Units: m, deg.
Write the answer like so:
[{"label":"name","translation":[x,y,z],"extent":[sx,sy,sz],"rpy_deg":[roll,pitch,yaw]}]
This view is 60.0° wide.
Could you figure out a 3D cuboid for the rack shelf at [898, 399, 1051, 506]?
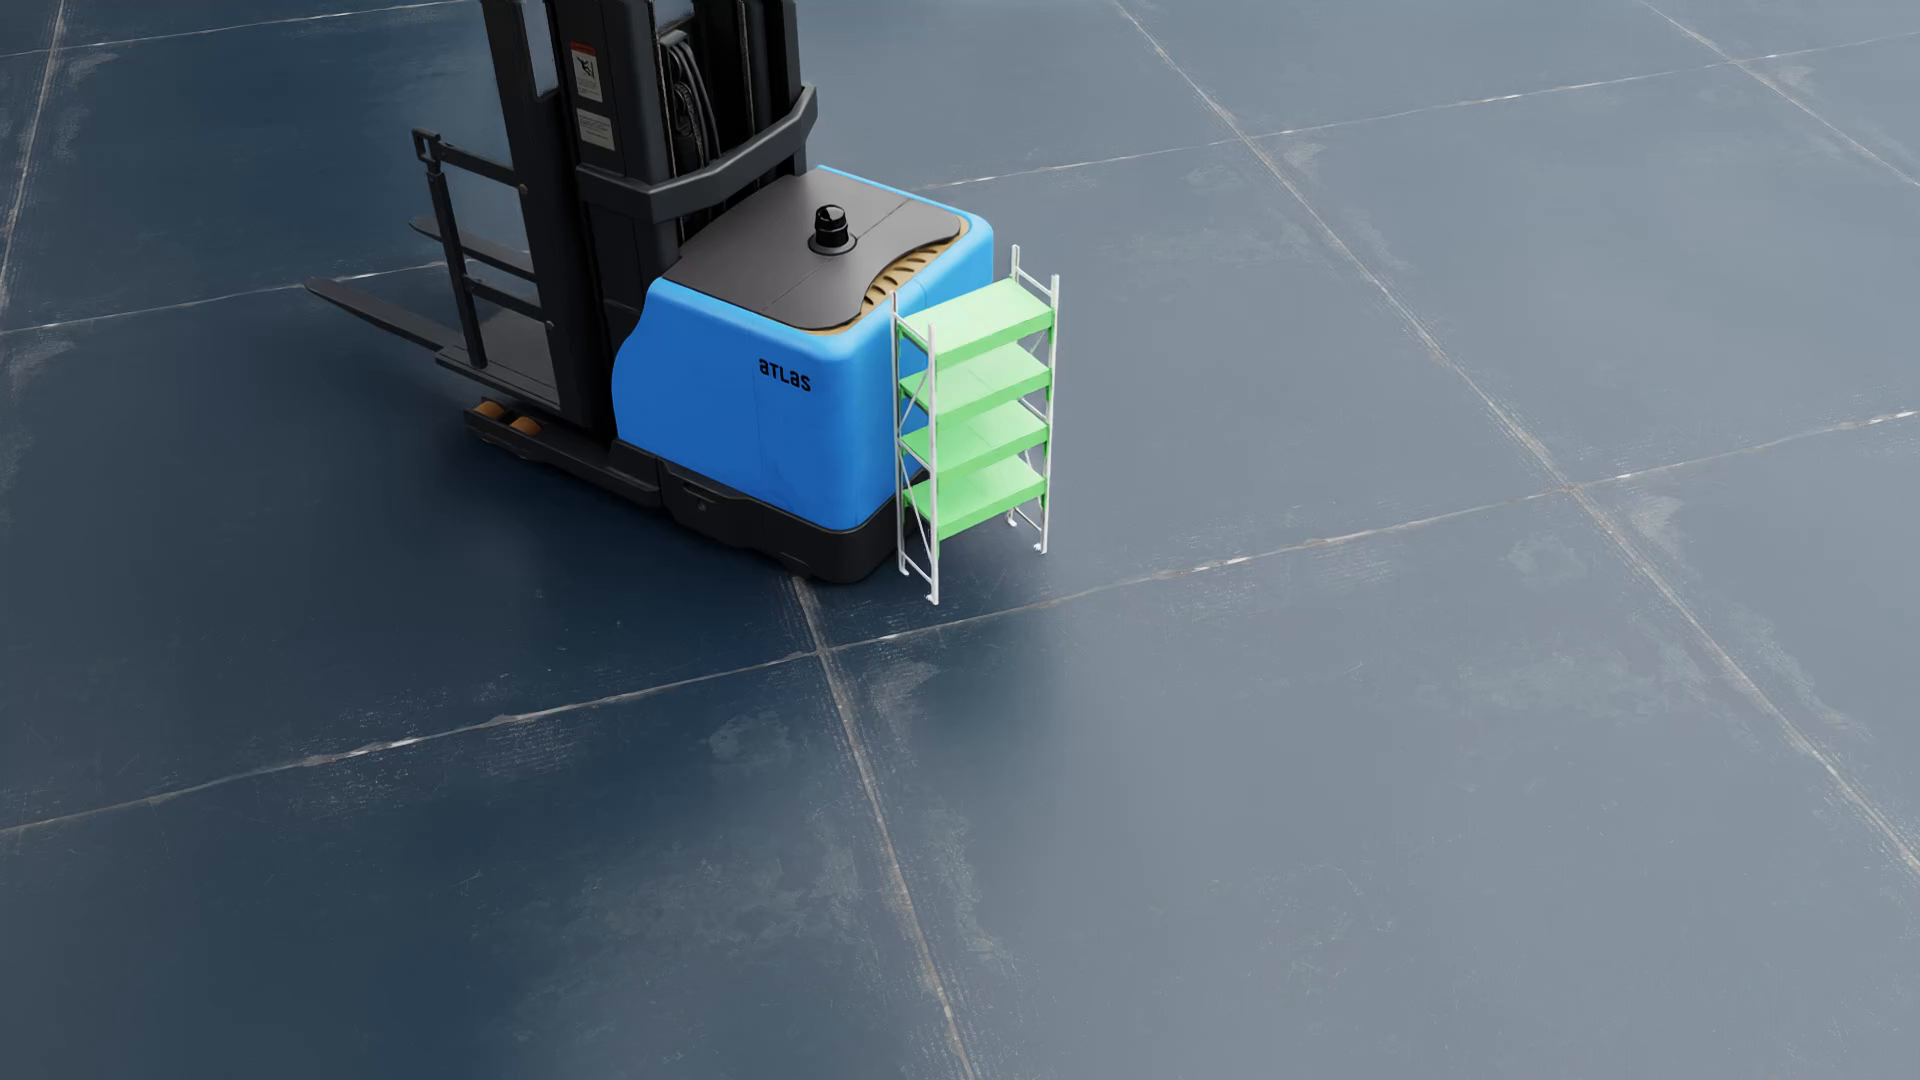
[{"label":"rack shelf","translation":[0.048,-0.328,5.810],"extent":[0.480,0.148,0.258],"rpy_deg":[-25,47,-26]}]

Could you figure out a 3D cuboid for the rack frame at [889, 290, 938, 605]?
[{"label":"rack frame","translation":[-0.153,-0.284,5.663],"extent":[0.015,1.200,0.240],"rpy_deg":[-25,47,-26]}]

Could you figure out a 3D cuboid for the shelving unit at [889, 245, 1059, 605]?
[{"label":"shelving unit","translation":[0.048,-0.376,5.768],"extent":[0.503,1.200,0.258],"rpy_deg":[-25,47,-26]}]

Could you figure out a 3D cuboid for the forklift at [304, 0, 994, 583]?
[{"label":"forklift","translation":[-1.382,-1.693,5.960],"extent":[3.031,2.935,1.130],"rpy_deg":[23,46,24]}]

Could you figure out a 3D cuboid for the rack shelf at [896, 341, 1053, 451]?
[{"label":"rack shelf","translation":[0.048,-0.508,5.652],"extent":[0.480,0.148,0.258],"rpy_deg":[-25,47,-26]}]

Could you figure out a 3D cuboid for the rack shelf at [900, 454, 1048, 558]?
[{"label":"rack shelf","translation":[0.048,-0.147,5.968],"extent":[0.480,0.148,0.258],"rpy_deg":[-25,47,-26]}]

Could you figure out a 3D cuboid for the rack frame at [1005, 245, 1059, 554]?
[{"label":"rack frame","translation":[0.248,-0.468,5.873],"extent":[0.015,1.200,0.240],"rpy_deg":[-25,47,-26]}]

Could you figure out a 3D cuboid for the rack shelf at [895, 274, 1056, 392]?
[{"label":"rack shelf","translation":[0.048,-0.689,5.494],"extent":[0.480,0.148,0.258],"rpy_deg":[-25,47,-26]}]
